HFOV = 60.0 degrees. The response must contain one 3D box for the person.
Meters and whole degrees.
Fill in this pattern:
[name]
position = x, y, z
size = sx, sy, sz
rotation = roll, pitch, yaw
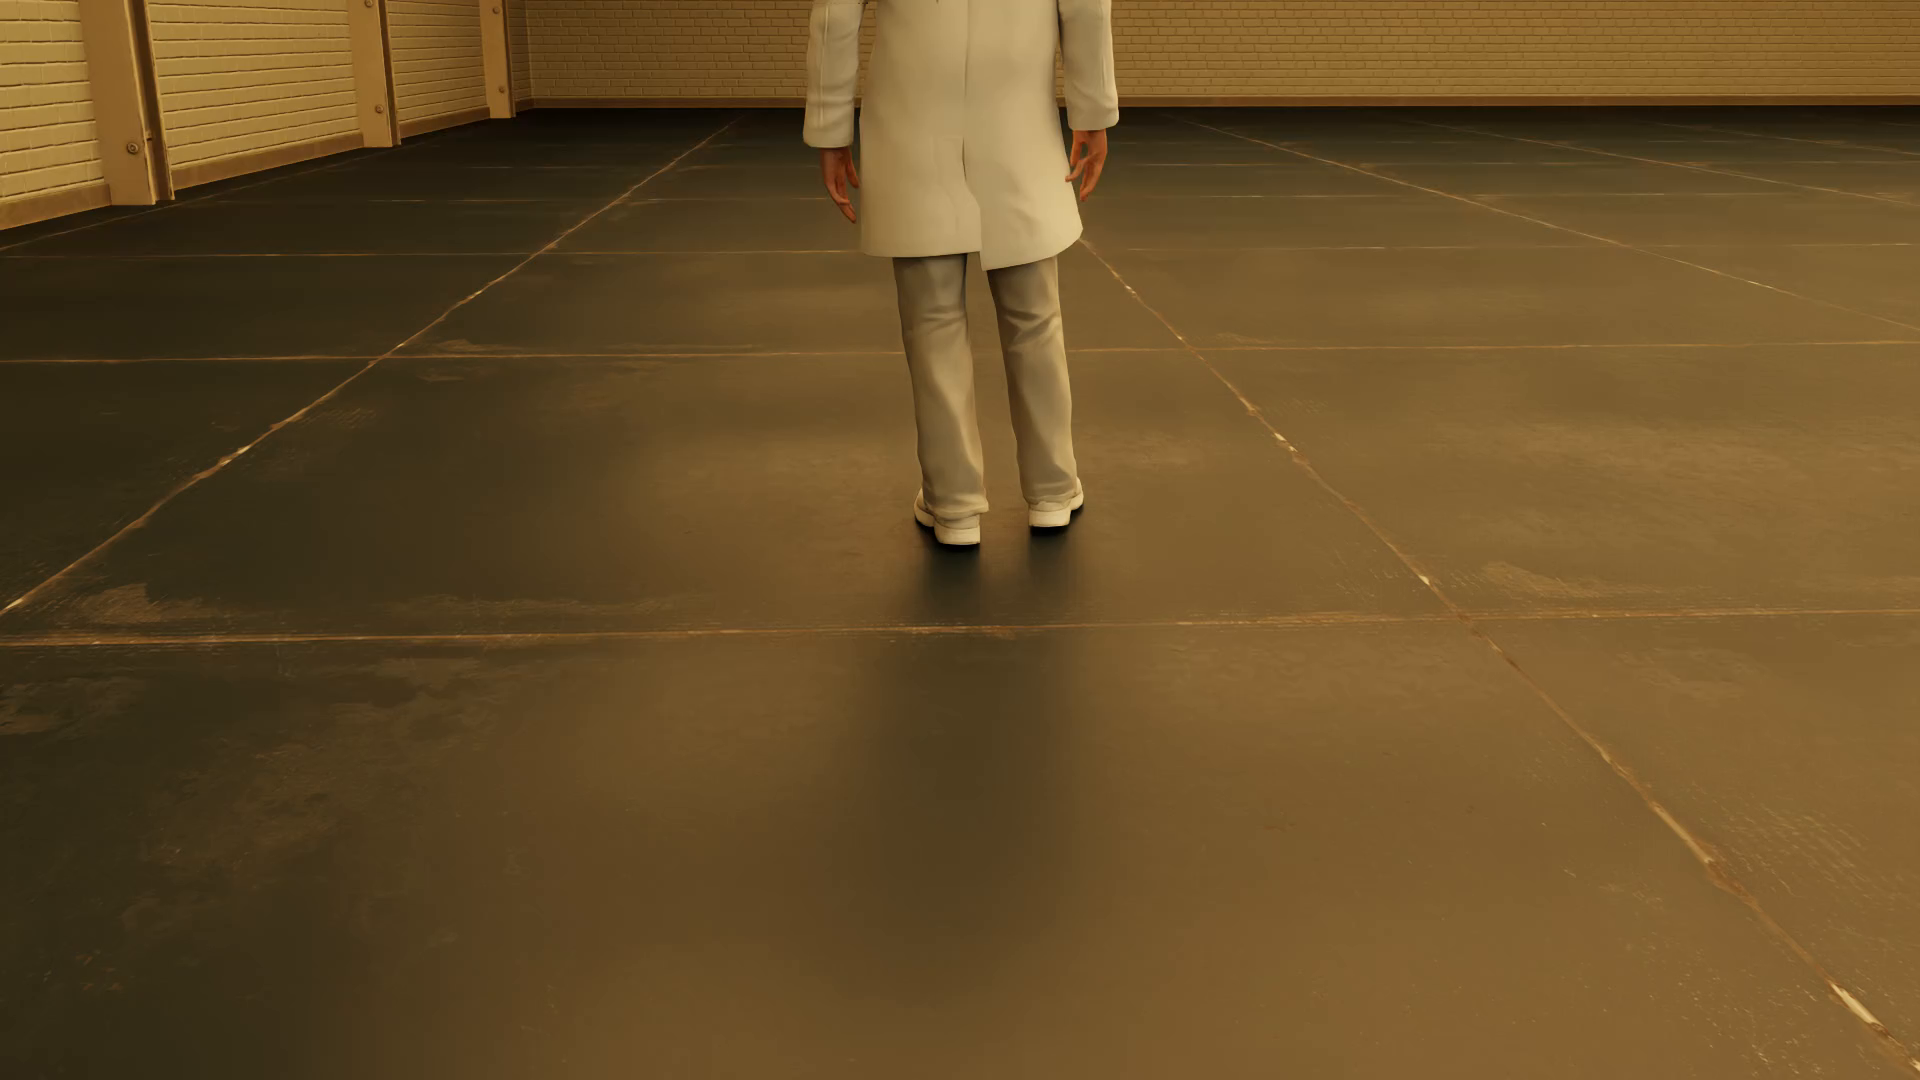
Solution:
[person]
position = -0.001, -0.883, 3.744
size = 0.696, 1.777, 0.578
rotation = -1, 17, -3
